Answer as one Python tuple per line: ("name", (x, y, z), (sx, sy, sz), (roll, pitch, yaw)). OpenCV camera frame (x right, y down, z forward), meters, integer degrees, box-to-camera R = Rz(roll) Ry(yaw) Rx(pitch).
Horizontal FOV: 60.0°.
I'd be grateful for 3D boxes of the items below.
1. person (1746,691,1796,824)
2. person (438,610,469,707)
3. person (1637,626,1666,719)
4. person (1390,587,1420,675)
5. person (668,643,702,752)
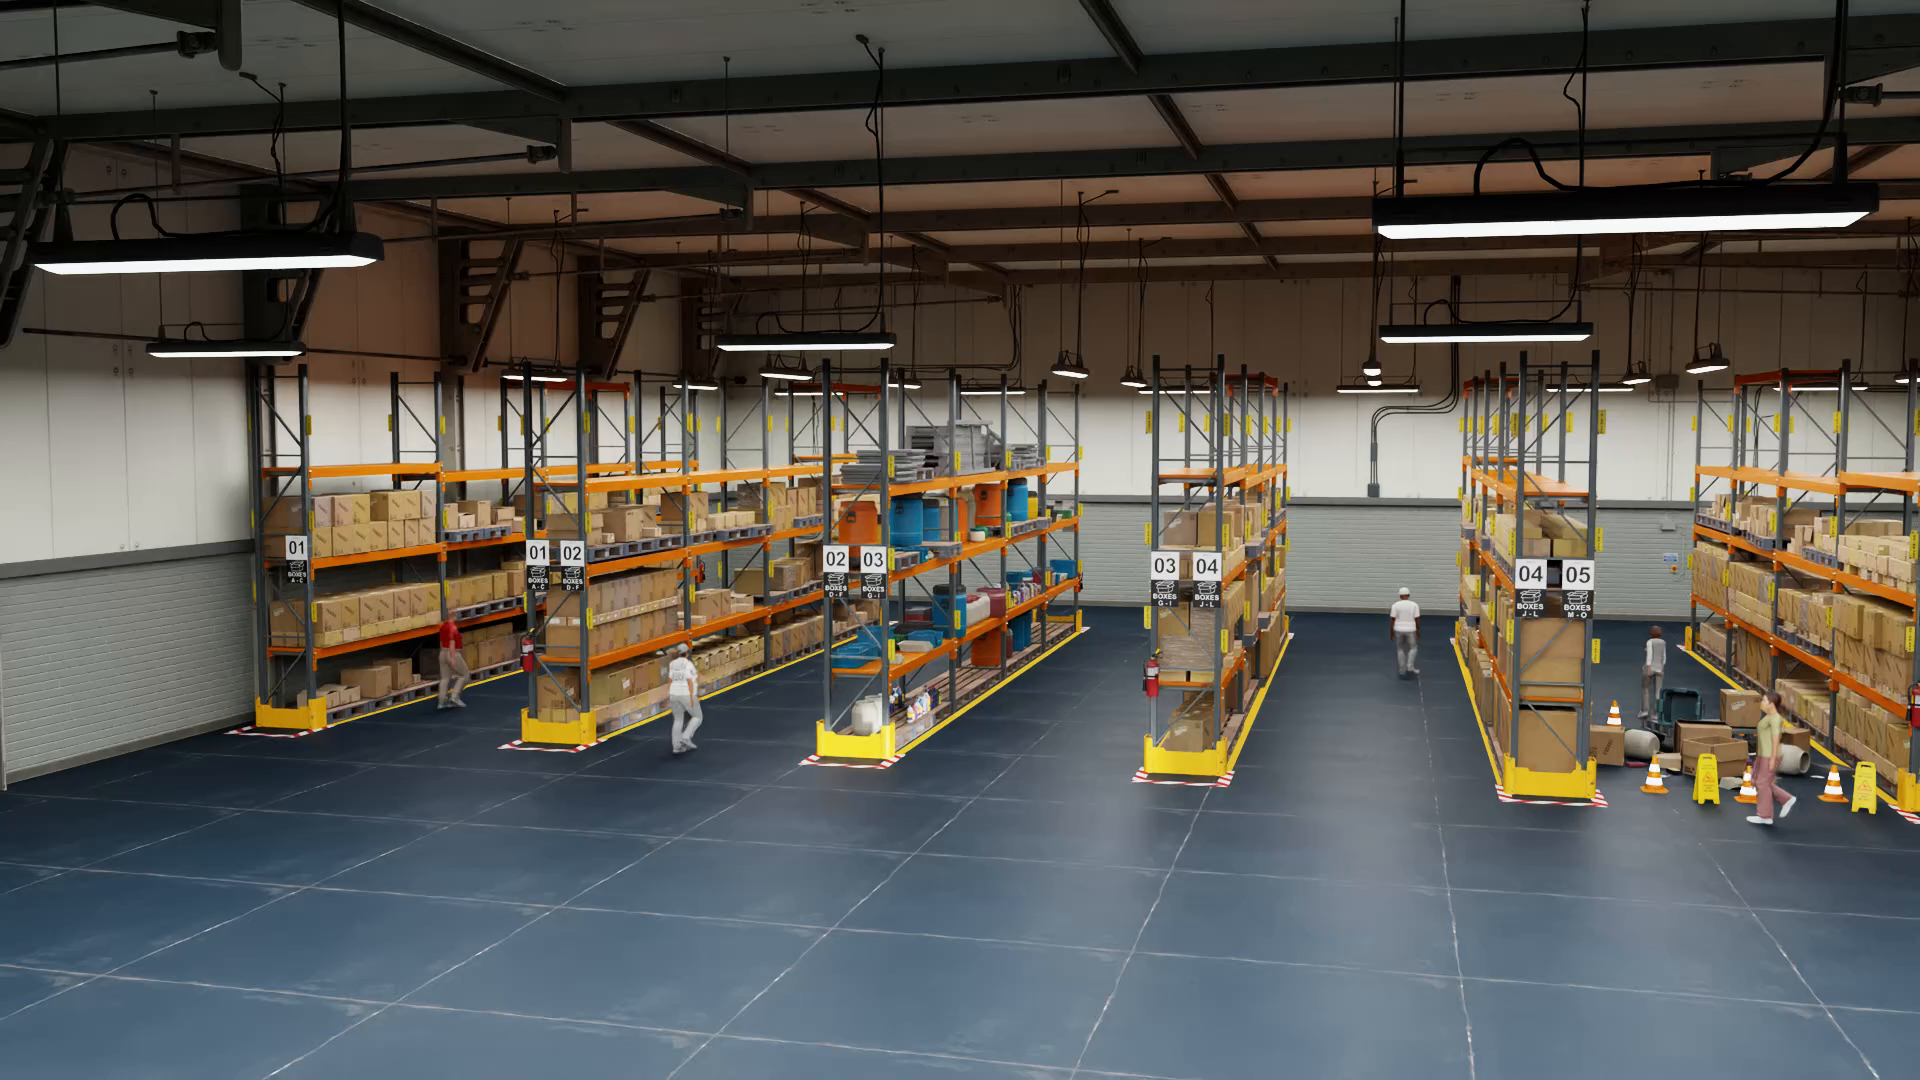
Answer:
("person", (10.180, 2.721, 20.794), (0.605, 1.657, 0.454), (1, 4, 10))
("person", (-9.051, 2.109, 29.487), (0.564, 1.728, 0.526), (2, 4, 29))
("person", (11.849, 2.268, 28.360), (0.405, 1.611, 0.664), (1, 4, 8))
("person", (8.913, 1.832, 33.308), (0.594, 1.765, 0.548), (1, 4, 14))
("person", (-4.239, 2.415, 25.468), (0.544, 1.653, 0.484), (2, 4, 24))
